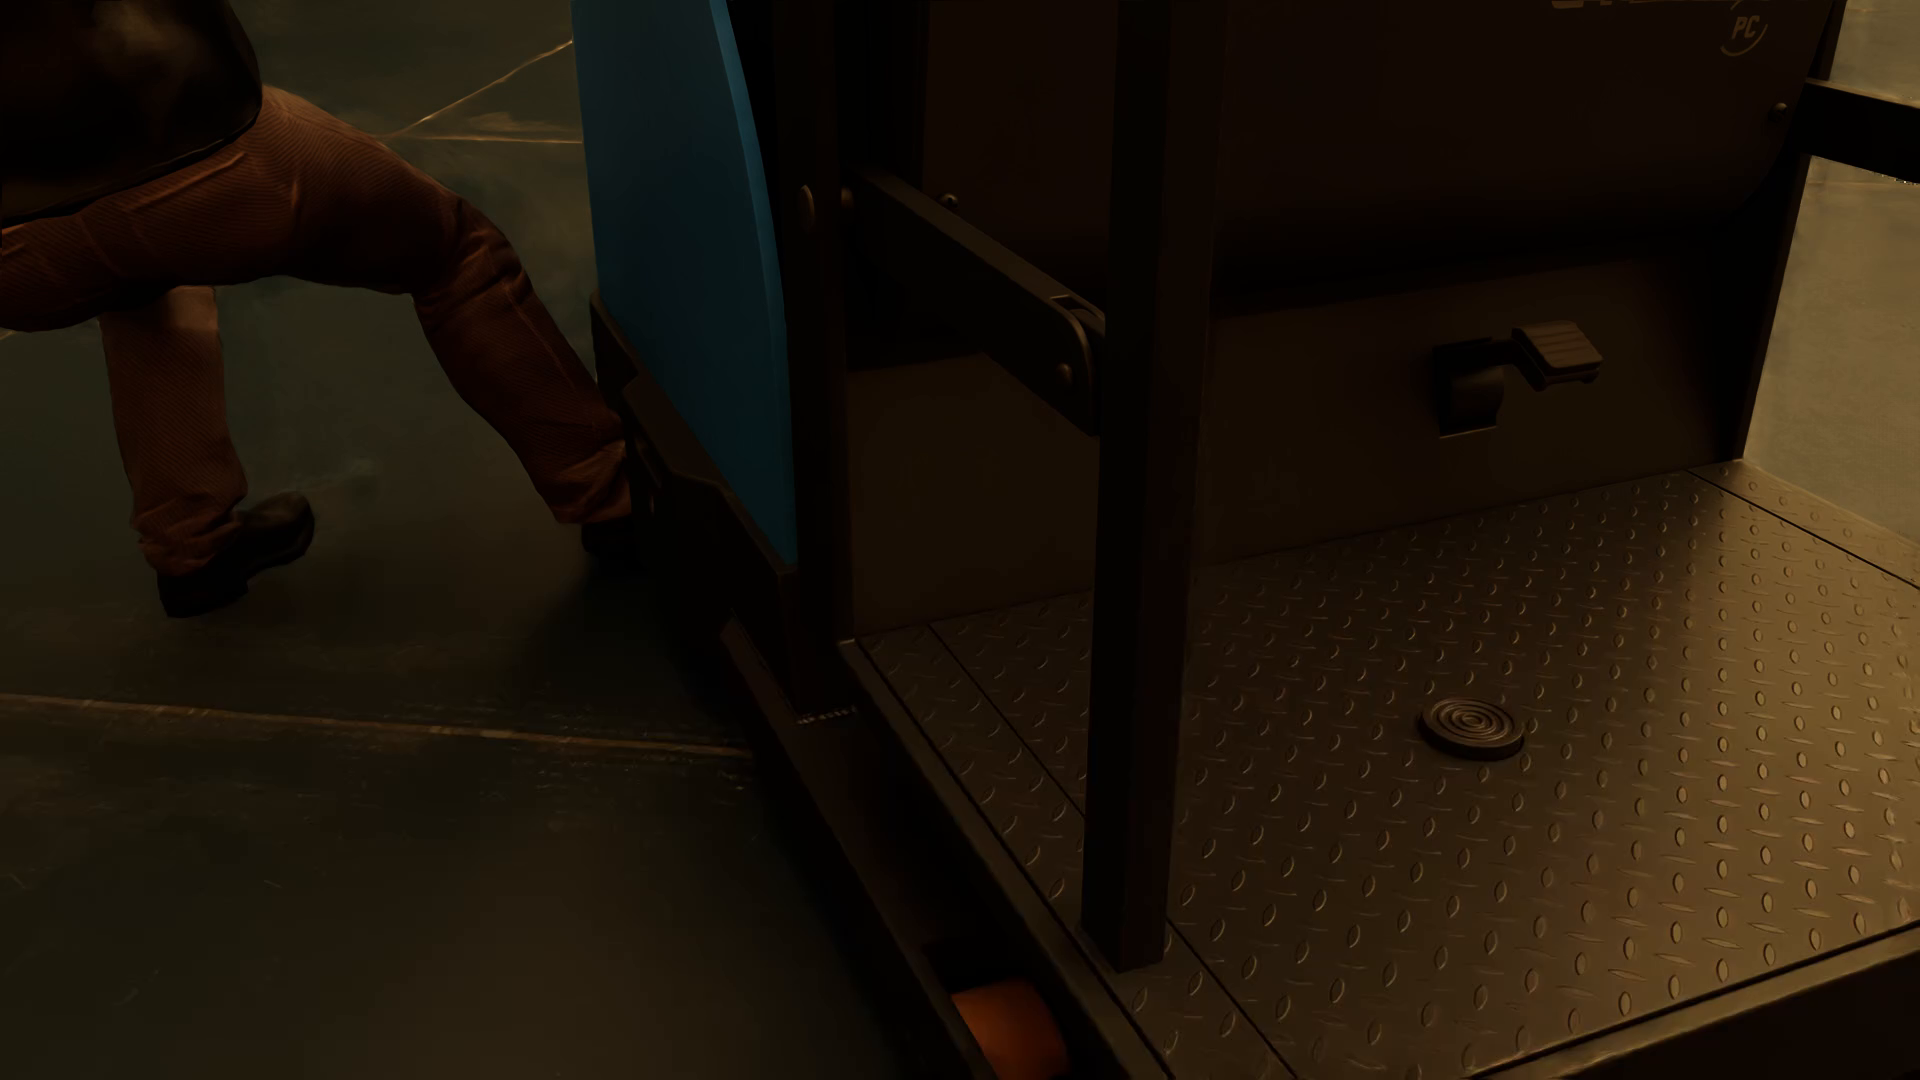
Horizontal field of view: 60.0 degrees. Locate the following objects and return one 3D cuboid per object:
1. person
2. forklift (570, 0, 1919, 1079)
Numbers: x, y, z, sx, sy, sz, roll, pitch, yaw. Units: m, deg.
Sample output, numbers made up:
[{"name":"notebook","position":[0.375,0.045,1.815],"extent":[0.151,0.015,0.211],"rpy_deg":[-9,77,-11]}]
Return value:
[{"name":"person","position":[-1.076,-0.553,2.000],"extent":[1.577,1.438,0.793],"rpy_deg":[-8,28,-15]},{"name":"forklift","position":[0.464,-0.906,1.033],"extent":[1.130,2.935,3.031],"rpy_deg":[-11,28,-20]}]
